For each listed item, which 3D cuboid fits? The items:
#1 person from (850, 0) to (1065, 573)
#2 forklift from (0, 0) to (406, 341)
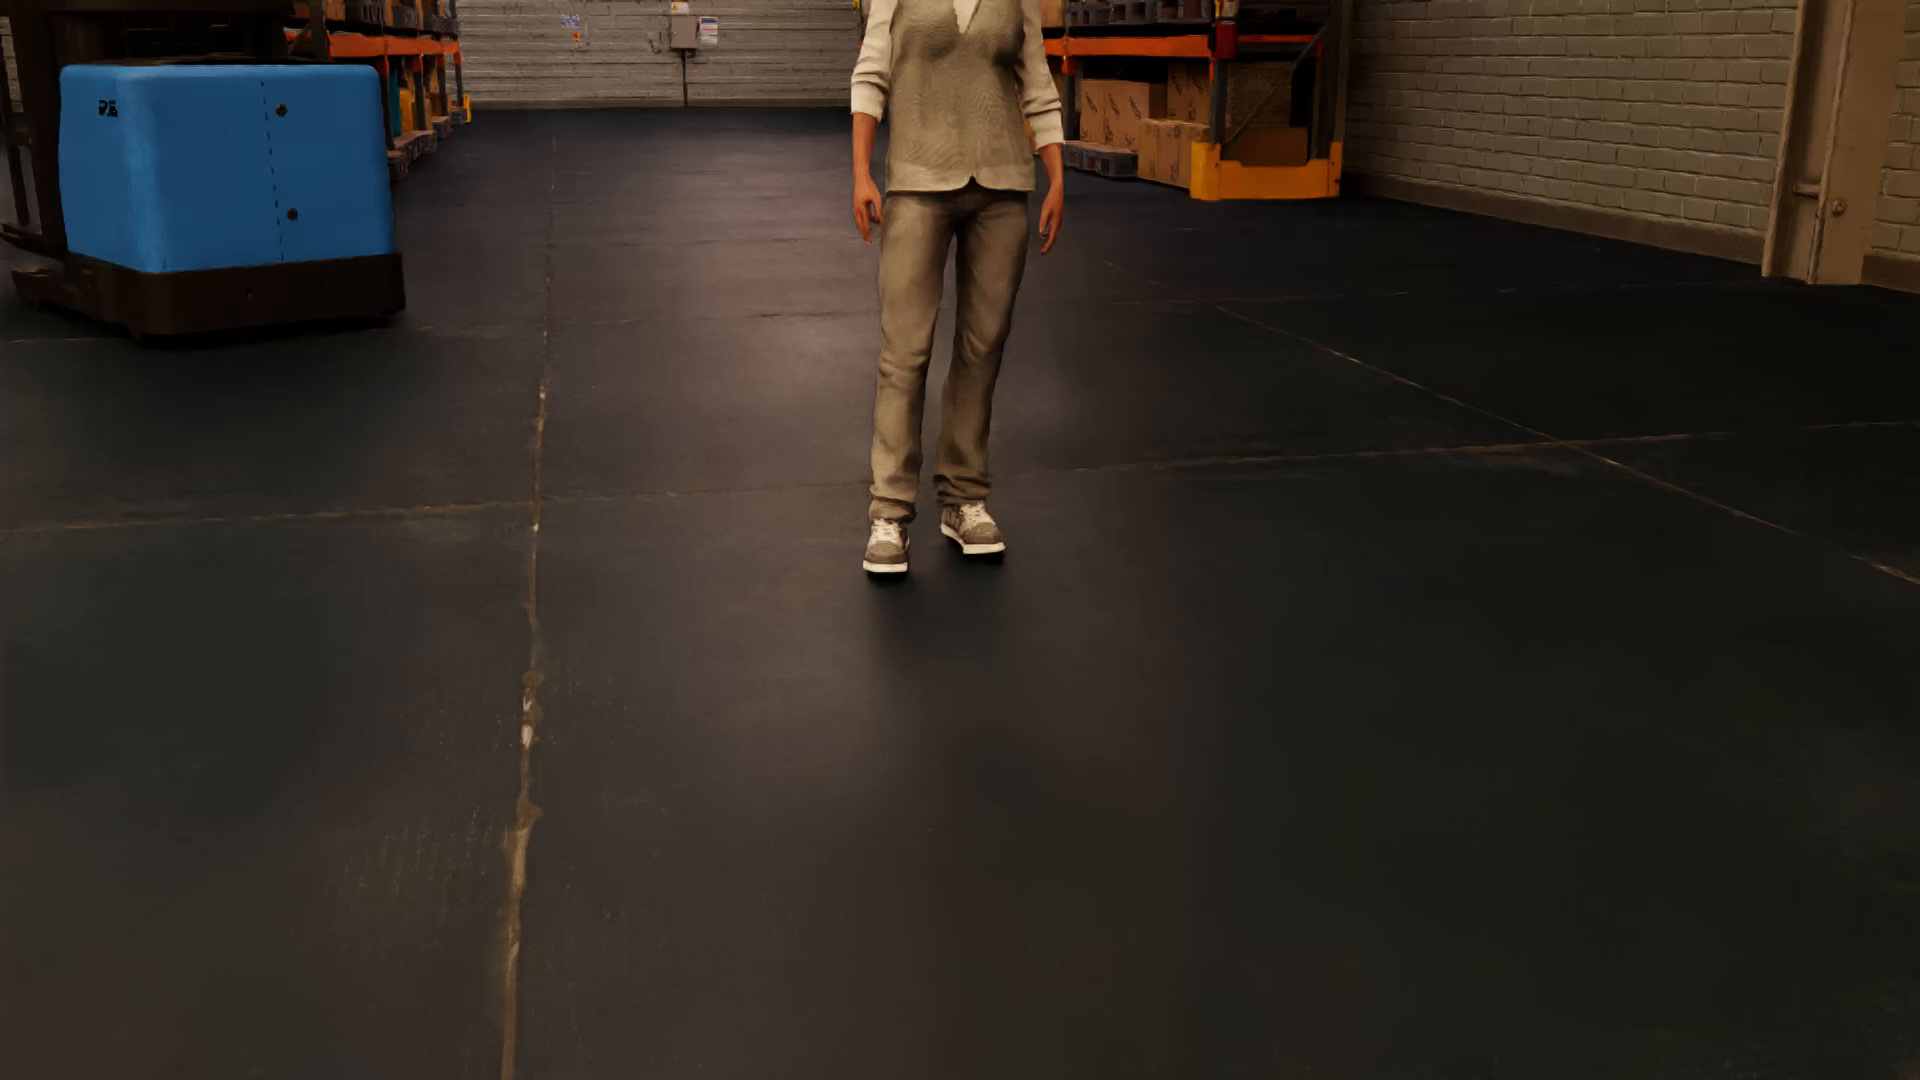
[{"bbox_3d":[0.004,-0.750,3.710,0.521,1.597,0.464,-4,17,-12],"label":"person"},{"bbox_3d":[-3.727,-2.537,7.411,1.130,2.935,3.031,-15,22,-40],"label":"forklift"}]
